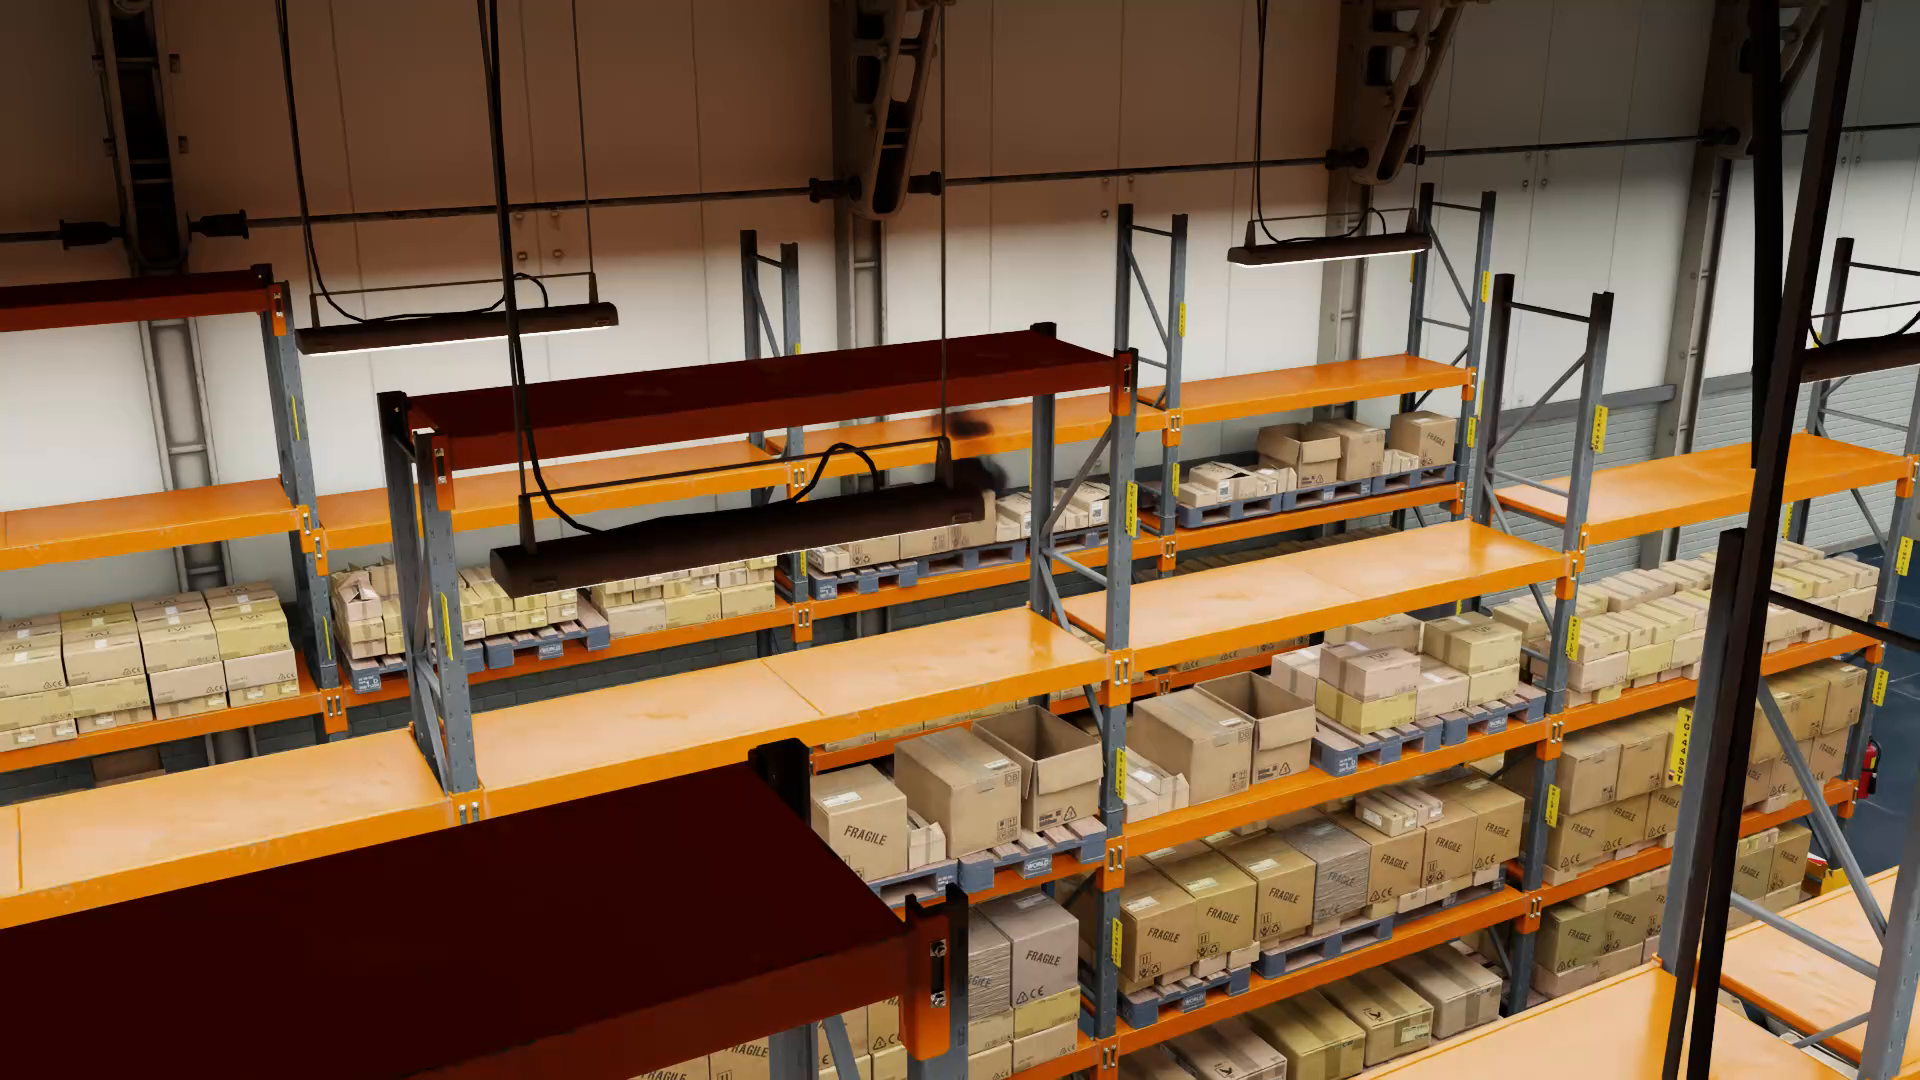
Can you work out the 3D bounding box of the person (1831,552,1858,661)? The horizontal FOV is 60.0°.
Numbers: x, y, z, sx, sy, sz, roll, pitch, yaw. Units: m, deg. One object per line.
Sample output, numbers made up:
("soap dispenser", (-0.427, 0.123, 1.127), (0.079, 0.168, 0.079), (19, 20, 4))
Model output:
("person", (10.487, 0.979, 19.921), (0.862, 1.684, 0.641), (-16, 24, -39))
